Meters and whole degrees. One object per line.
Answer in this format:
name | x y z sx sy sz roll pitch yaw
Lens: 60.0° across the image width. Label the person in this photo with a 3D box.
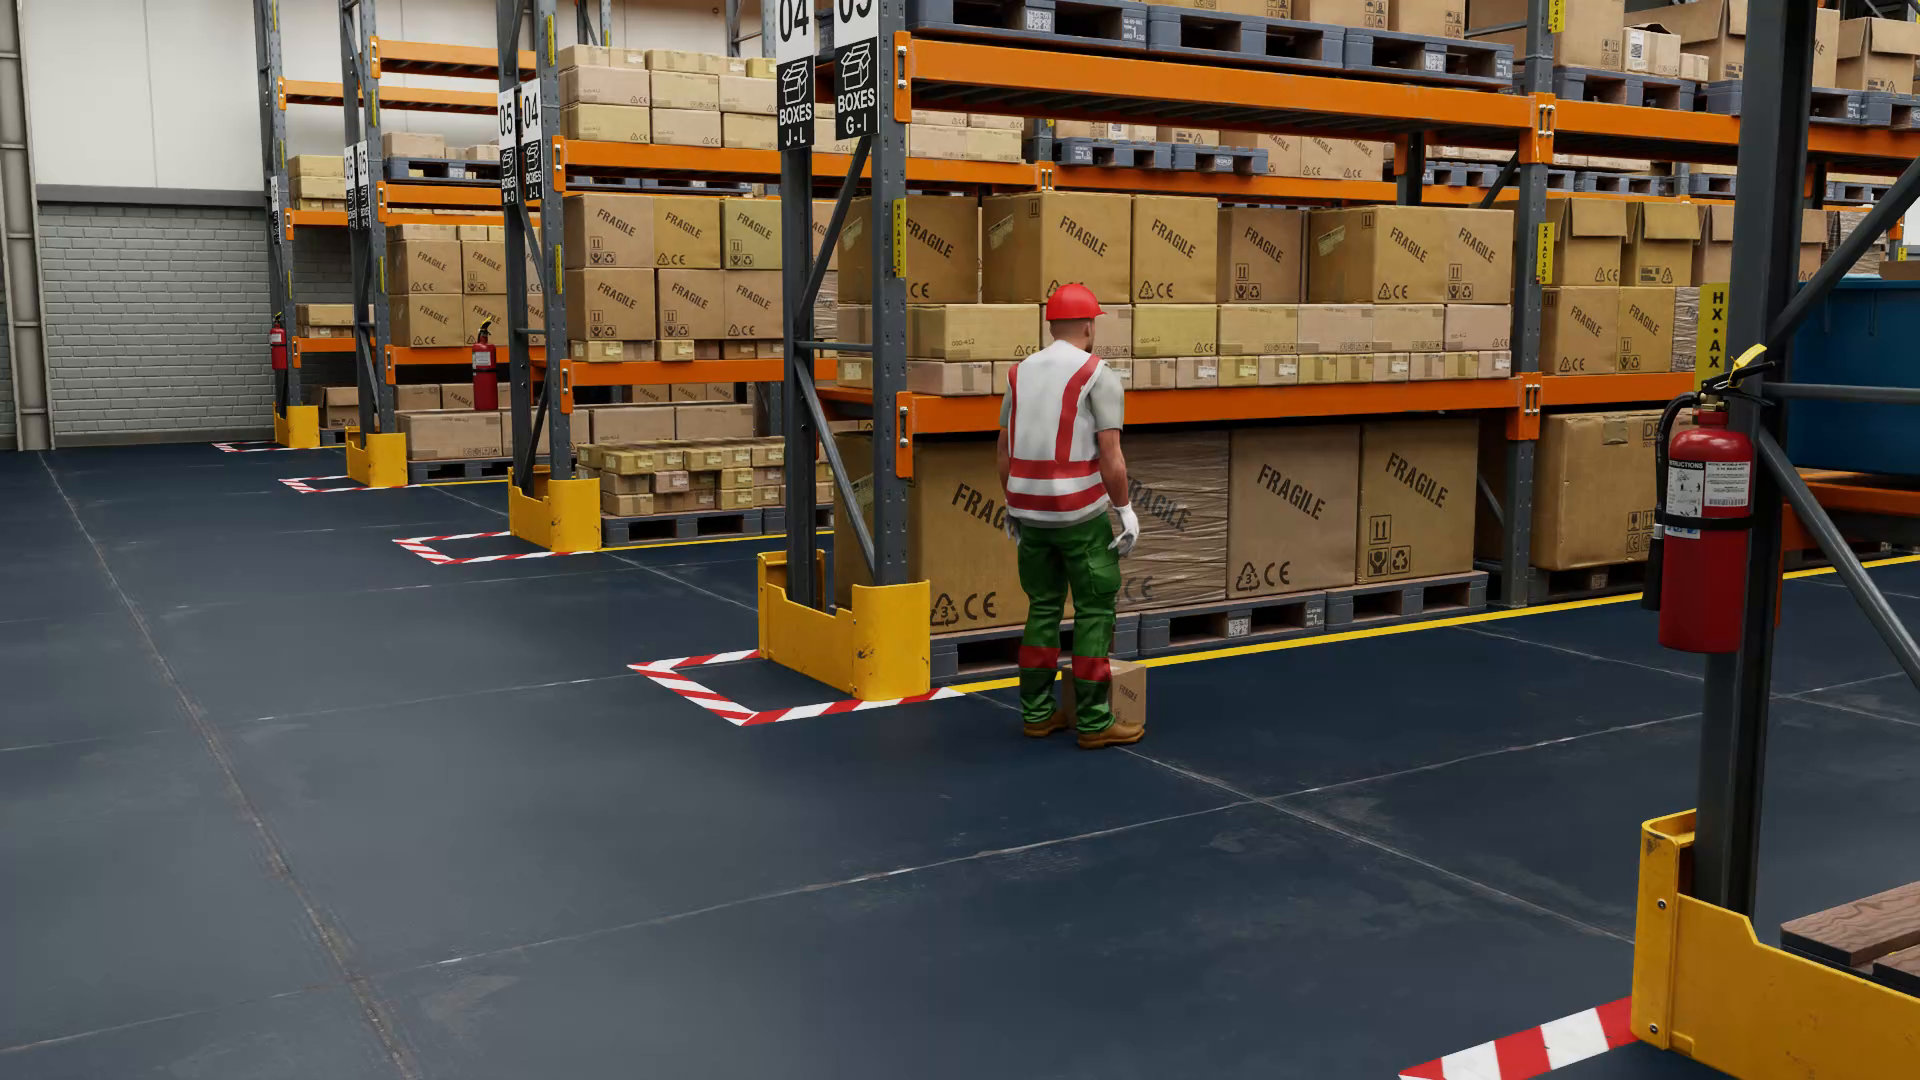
person | 0.419 -0.102 6.488 0.615 1.780 0.447 7 11 40
